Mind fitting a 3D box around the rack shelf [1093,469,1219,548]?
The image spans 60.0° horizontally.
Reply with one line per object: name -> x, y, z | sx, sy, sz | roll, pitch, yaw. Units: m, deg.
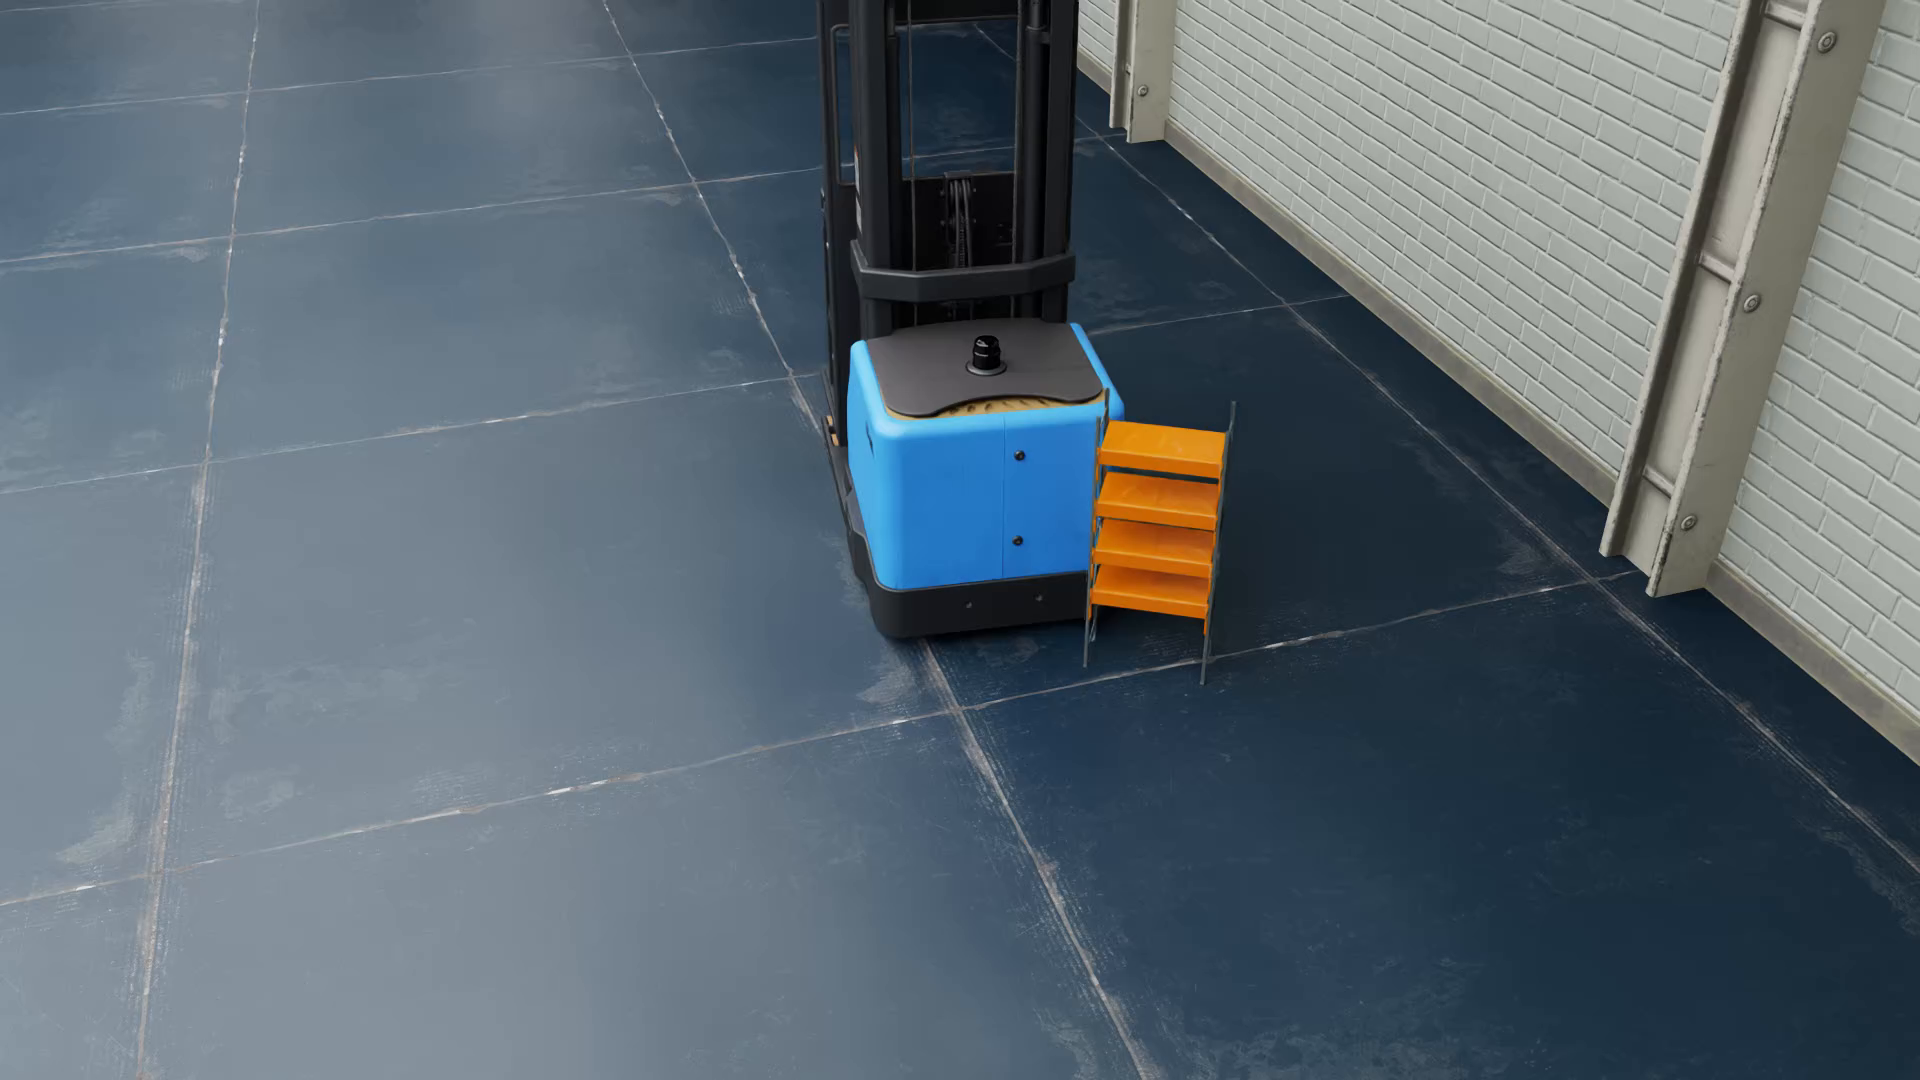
rack shelf -> 0.786, -0.129, 6.573 | 0.480, 0.148, 0.258 | 8, 34, 11

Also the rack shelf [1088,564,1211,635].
rack shelf -> 0.786, 0.223, 6.806 | 0.480, 0.148, 0.258 | 8, 34, 11

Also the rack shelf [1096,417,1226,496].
rack shelf -> 0.786, -0.326, 6.442 | 0.480, 0.148, 0.258 | 8, 34, 11

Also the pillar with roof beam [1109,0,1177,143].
pillar with roof beam -> -2.778, -6.054, 8.749 | 9.100, 9.000, 0.400 | -10, 35, -15

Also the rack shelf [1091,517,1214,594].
rack shelf -> 0.786, 0.058, 6.696 | 0.480, 0.148, 0.258 | 8, 34, 11

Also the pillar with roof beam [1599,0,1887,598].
pillar with roof beam -> -0.948, -2.904, 3.982 | 9.100, 9.000, 0.400 | -10, 35, -15

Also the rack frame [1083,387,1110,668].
rack frame -> 0.549, -0.030, 6.706 | 0.015, 1.200, 0.240 | 8, 34, 11

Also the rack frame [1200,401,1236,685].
rack frame -> 1.024, 0.033, 6.612 | 0.015, 1.200, 0.240 | 8, 34, 11

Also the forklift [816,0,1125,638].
forklift -> -0.094, -1.614, 7.534 | 1.130, 2.935, 3.031 | -6, 34, -9

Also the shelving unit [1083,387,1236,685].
shelving unit -> 0.786, 0.002, 6.659 | 0.503, 1.200, 0.258 | 8, 34, 11
